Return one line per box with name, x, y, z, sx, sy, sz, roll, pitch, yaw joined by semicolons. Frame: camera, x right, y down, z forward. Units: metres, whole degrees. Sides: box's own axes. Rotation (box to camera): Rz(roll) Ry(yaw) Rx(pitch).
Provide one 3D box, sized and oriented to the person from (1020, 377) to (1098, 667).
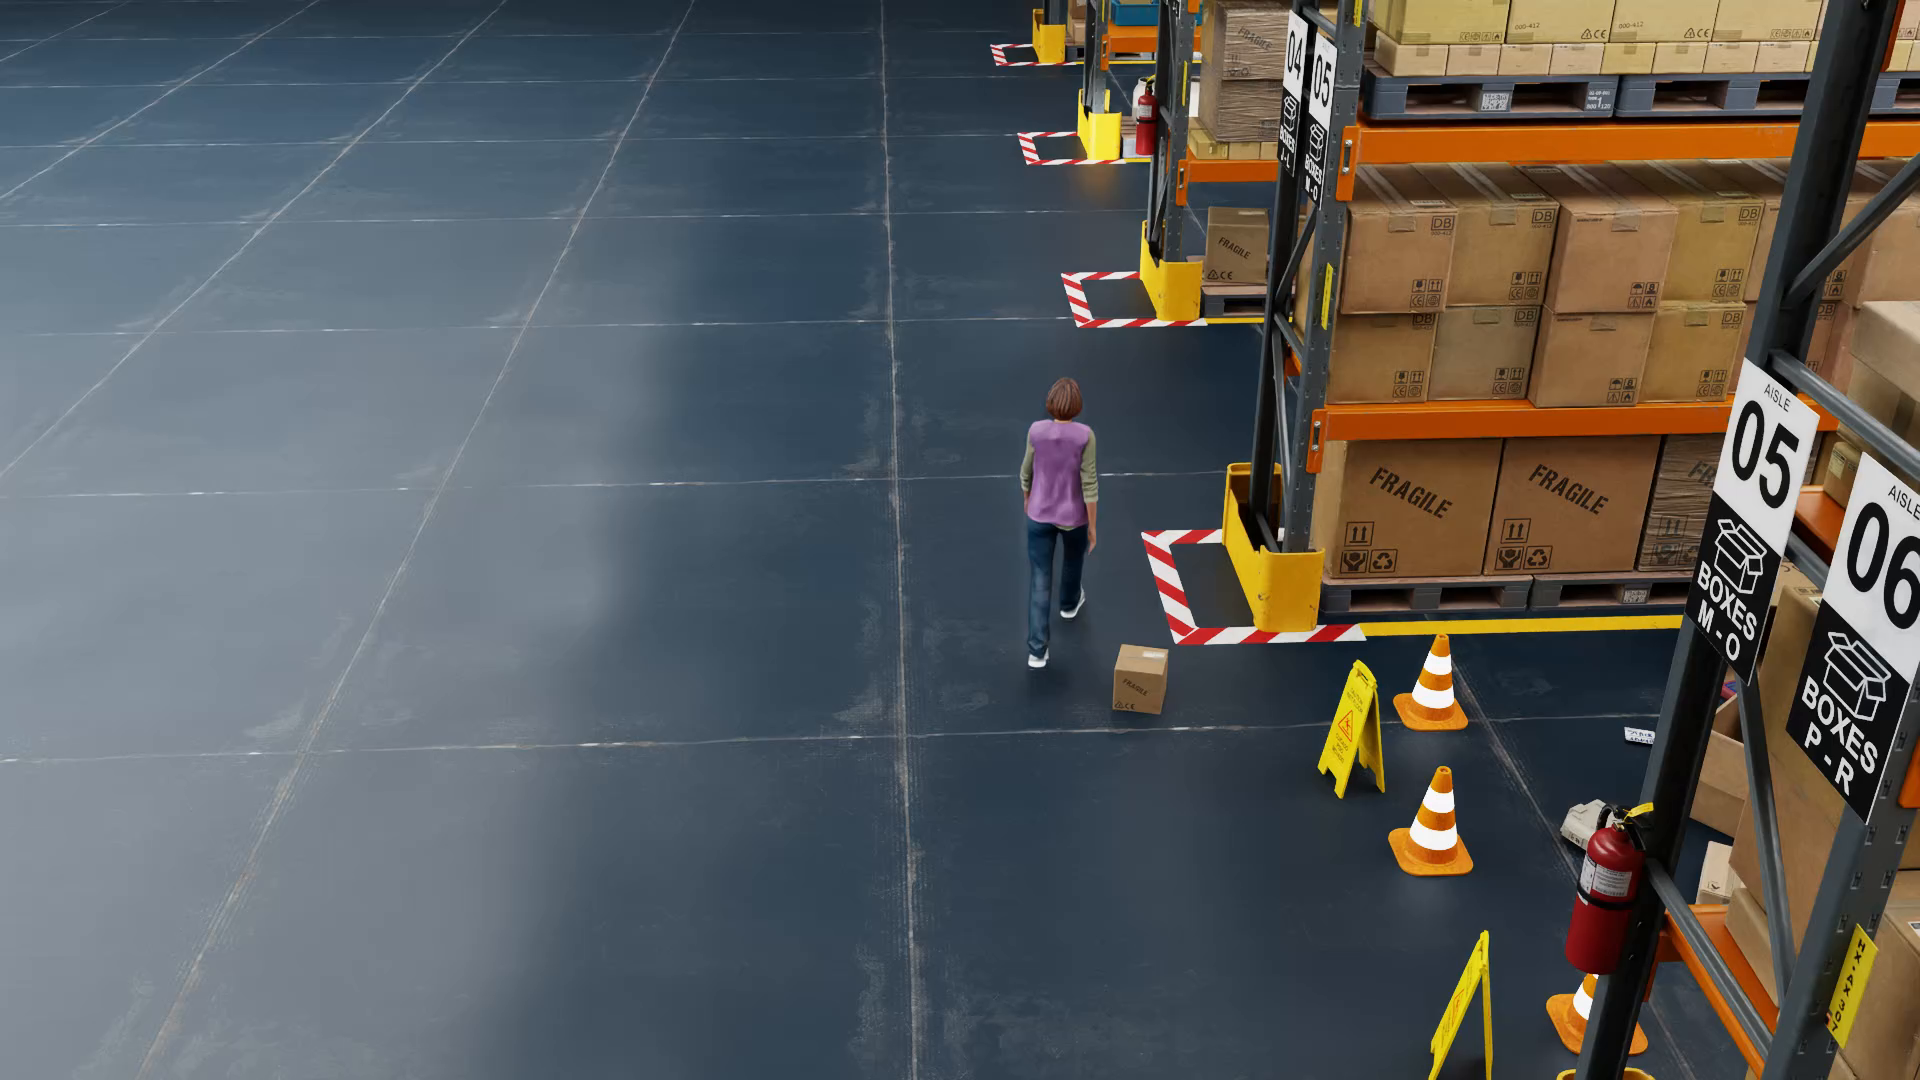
person;0.525;-0.141;8.899;0.437;1.546;0.968;4;28;8
